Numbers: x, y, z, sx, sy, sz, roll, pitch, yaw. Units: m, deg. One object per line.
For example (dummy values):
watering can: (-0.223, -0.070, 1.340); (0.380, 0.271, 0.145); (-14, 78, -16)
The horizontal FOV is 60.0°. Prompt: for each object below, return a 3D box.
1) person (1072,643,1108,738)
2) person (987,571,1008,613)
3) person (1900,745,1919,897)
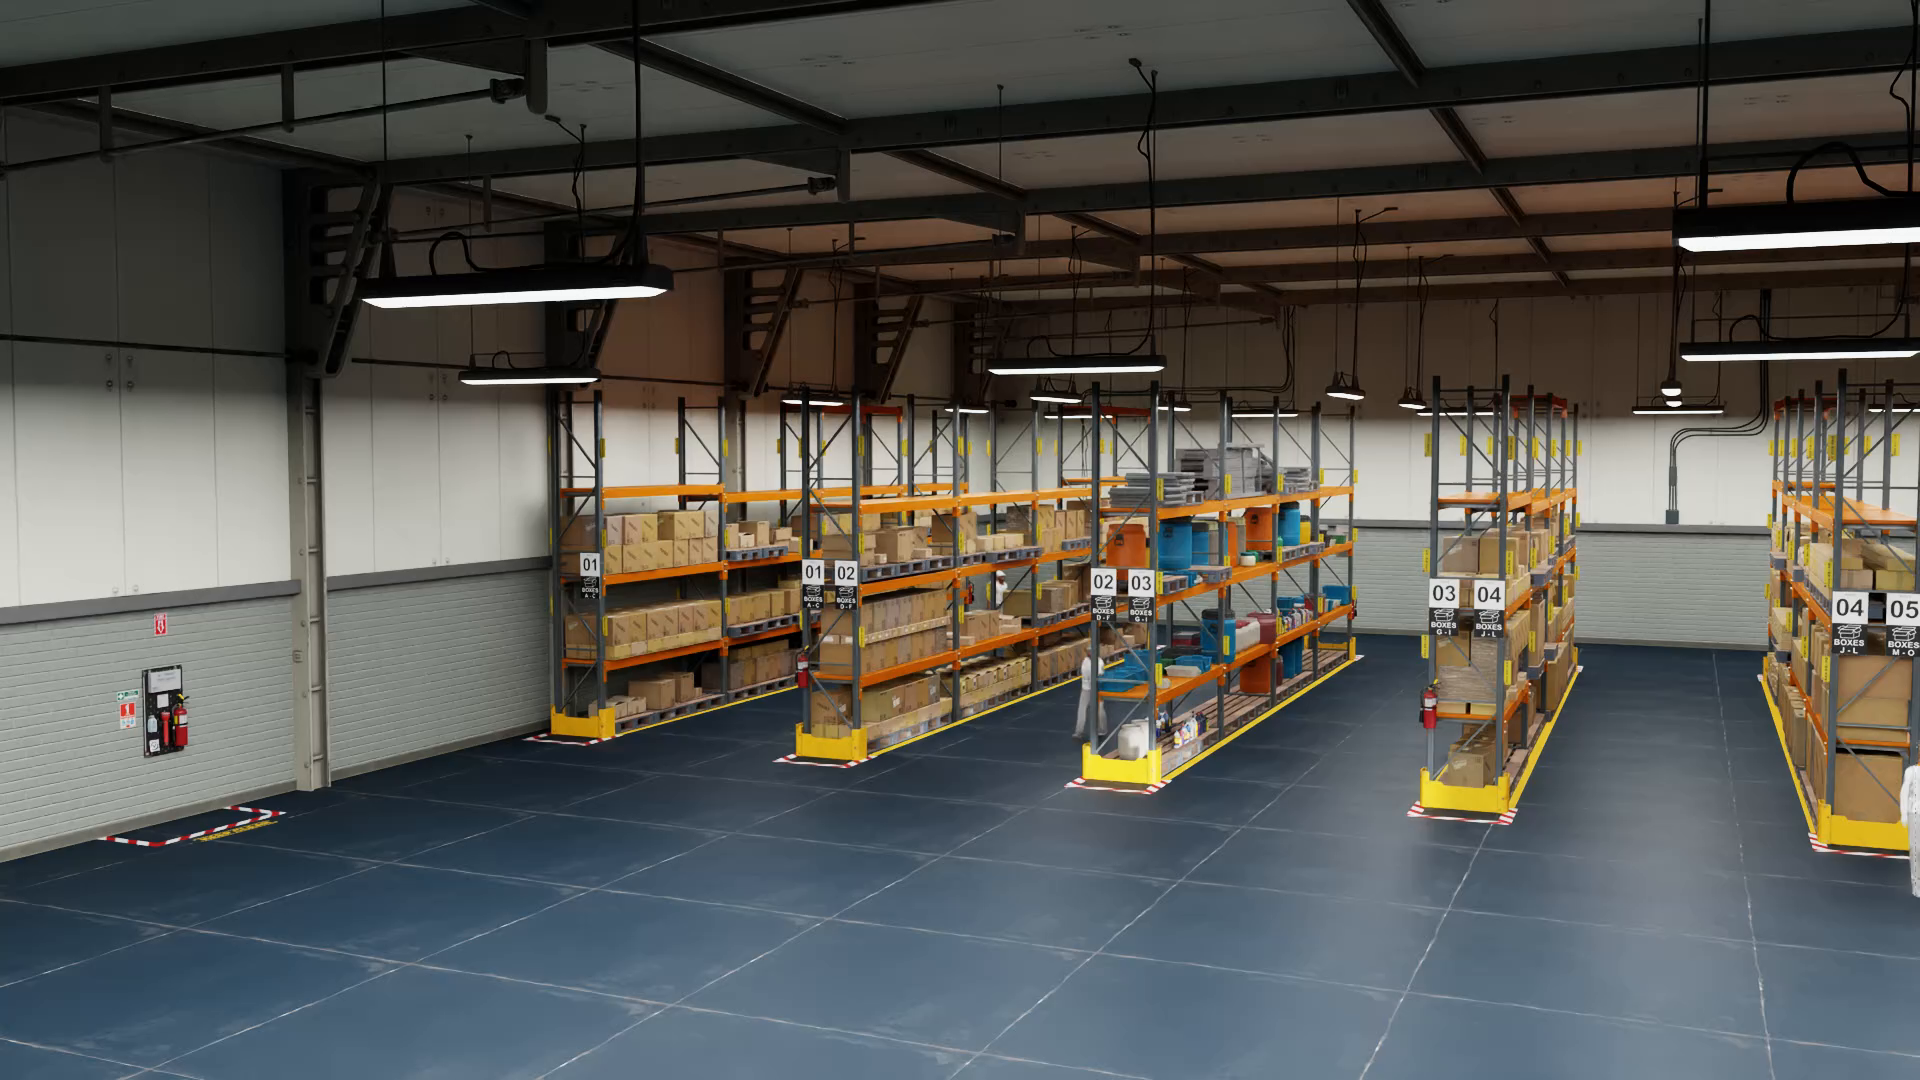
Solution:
person: (2.252, 2.581, 28.635); (0.462, 1.633, 0.956); (2, 4, 33)
person: (1.105, 1.677, 44.262); (1.011, 1.700, 0.516); (1, 3, 19)
person: (10.915, 3.145, 18.760); (0.530, 1.693, 0.625); (1, 3, 23)
